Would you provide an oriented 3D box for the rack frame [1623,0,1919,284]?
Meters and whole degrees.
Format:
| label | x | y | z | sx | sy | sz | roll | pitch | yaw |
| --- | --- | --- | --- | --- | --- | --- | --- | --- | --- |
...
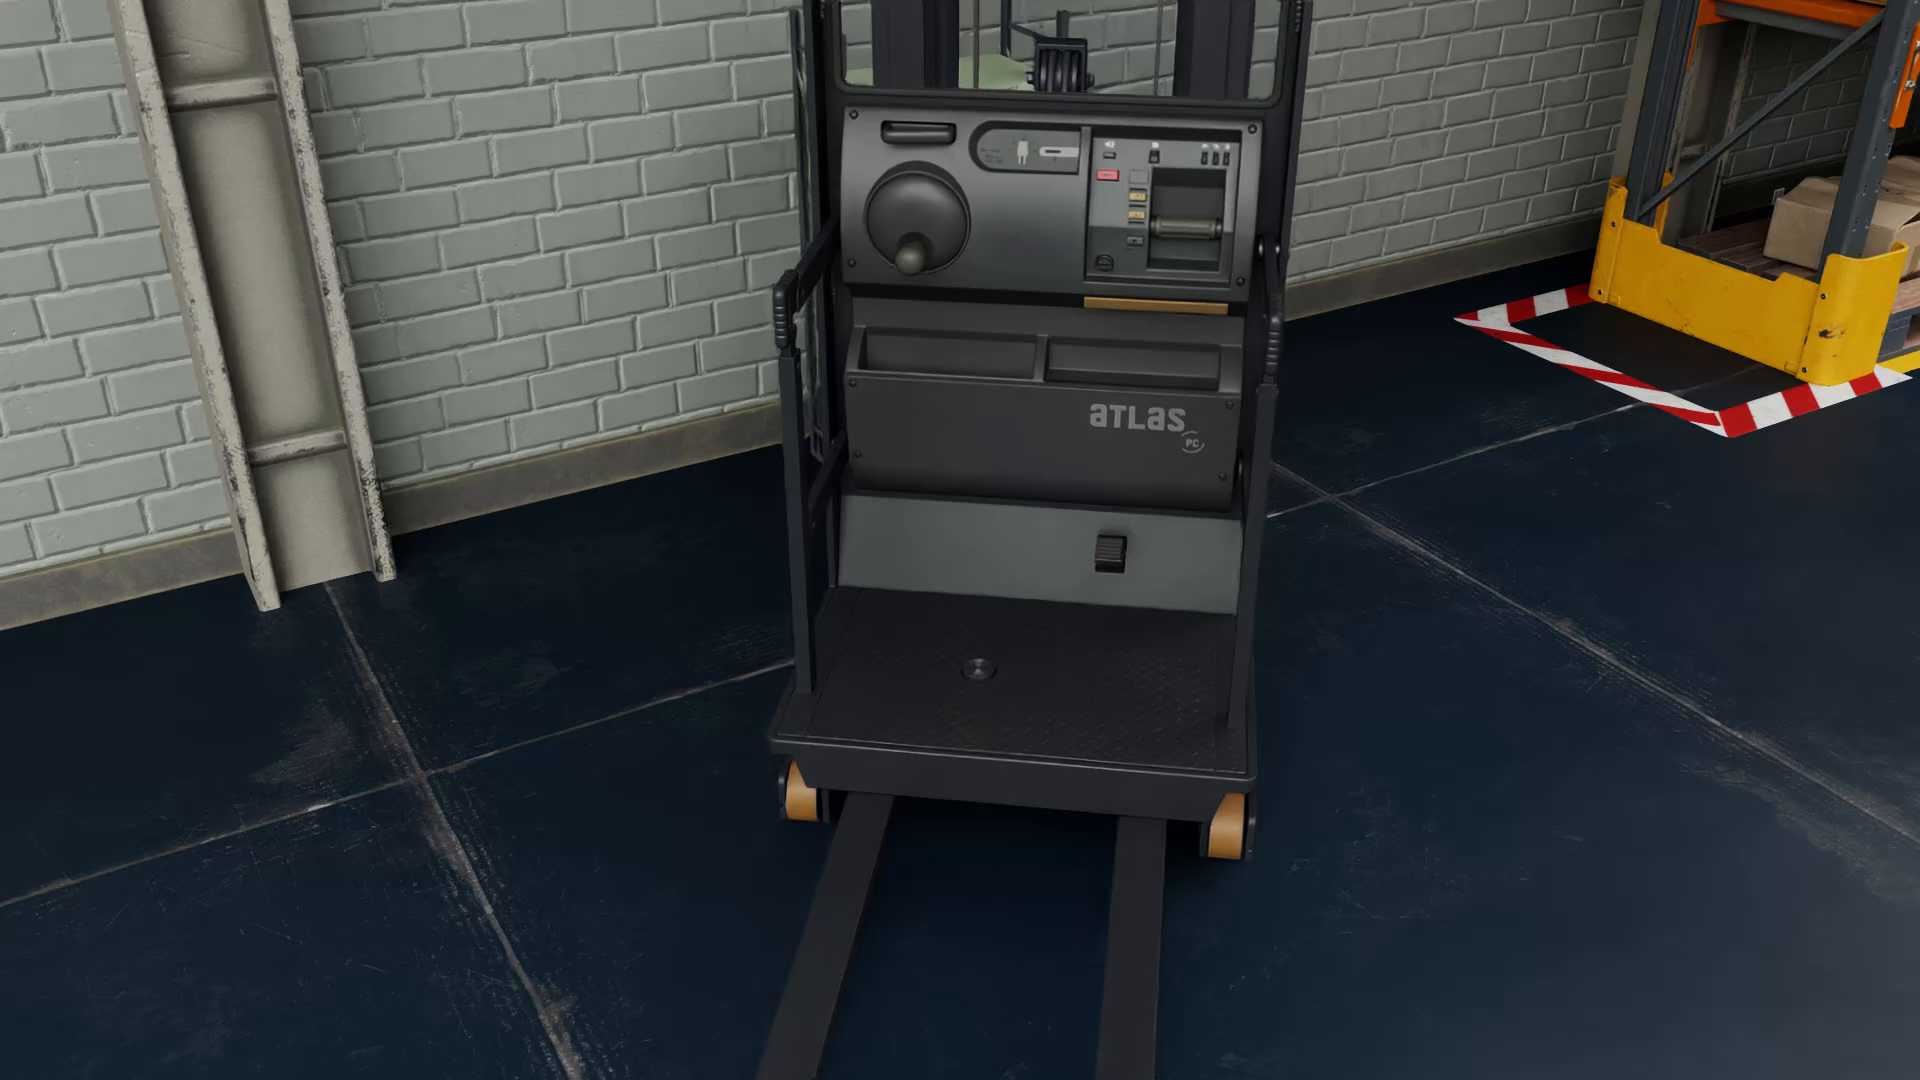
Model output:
| label | x | y | z | sx | sy | sz | roll | pitch | yaw |
| --- | --- | --- | --- | --- | --- | --- | --- | --- | --- |
| rack frame | 3.055 | -2.152 | 6.045 | 0.127 | 3.000 | 1.000 | -16 | 33 | -26 |

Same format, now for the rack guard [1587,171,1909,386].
| label | x | y | z | sx | sy | sz | roll | pitch | yaw |
| --- | --- | --- | --- | --- | --- | --- | --- | --- | --- |
| rack guard | 3.121 | -1.076 | 6.683 | 0.348 | 0.500 | 1.175 | -16 | 33 | -26 |

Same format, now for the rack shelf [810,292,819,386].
| label | x | y | z | sx | sy | sz | roll | pitch | yaw |
| --- | --- | --- | --- | --- | --- | --- | --- | --- | --- |
| rack shelf | -0.095 | -0.672 | 5.590 | 0.720 | 0.370 | 0.431 | -14 | 32 | -23 |

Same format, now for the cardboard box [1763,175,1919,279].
| label | x | y | z | sx | sy | sz | roll | pitch | yaw |
| --- | --- | --- | --- | --- | --- | --- | --- | --- | --- |
| cardboard box | 3.697 | -1.299 | 6.827 | 0.500 | 0.311 | 0.500 | -20 | 35 | -32 |

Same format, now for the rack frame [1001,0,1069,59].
| label | x | y | z | sx | sy | sz | roll | pitch | yaw |
| --- | --- | --- | --- | --- | --- | --- | --- | --- | --- |
| rack frame | 0.232 | -1.036 | 5.575 | 0.023 | 1.500 | 0.400 | -14 | 32 | -23 |

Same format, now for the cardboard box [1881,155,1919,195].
| label | x | y | z | sx | sy | sz | roll | pitch | yaw |
| --- | --- | --- | --- | --- | --- | --- | --- | --- | --- |
| cardboard box | 4.189 | -1.439 | 7.080 | 0.500 | 0.311 | 0.500 | -13 | 31 | -22 |

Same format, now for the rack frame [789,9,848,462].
| label | x | y | z | sx | sy | sz | roll | pitch | yaw |
| --- | --- | --- | --- | --- | --- | --- | --- | --- | --- |
| rack frame | -0.423 | -0.878 | 5.289 | 0.023 | 1.500 | 0.400 | -14 | 32 | -23 |

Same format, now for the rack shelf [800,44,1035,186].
| label | x | y | z | sx | sy | sz | roll | pitch | yaw |
| --- | --- | --- | --- | --- | --- | --- | --- | --- | --- |
| rack shelf | -0.096 | -1.299 | 5.244 | 0.720 | 0.370 | 0.431 | -14 | 32 | -23 |

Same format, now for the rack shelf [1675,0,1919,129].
| label | x | y | z | sx | sy | sz | roll | pitch | yaw |
| --- | --- | --- | --- | --- | --- | --- | --- | --- | --- |
| rack shelf | 4.780 | -2.327 | 7.106 | 4.000 | 0.370 | 1.077 | -16 | 33 | -26 |

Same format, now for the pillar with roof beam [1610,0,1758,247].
| label | x | y | z | sx | sy | sz | roll | pitch | yaw |
| --- | --- | --- | --- | --- | --- | --- | --- | --- | --- |
| pillar with roof beam | 5.401 | -3.517 | 2.309 | 0.400 | 9.000 | 9.100 | -16 | 33 | -26 |

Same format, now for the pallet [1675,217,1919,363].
| label | x | y | z | sx | sy | sz | roll | pitch | yaw |
| --- | --- | --- | --- | --- | --- | --- | --- | --- | --- |
| pallet | 3.839 | -1.134 | 7.086 | 1.213 | 0.211 | 1.003 | -16 | 33 | -26 |

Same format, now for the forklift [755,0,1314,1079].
| label | x | y | z | sx | sy | sz | roll | pitch | yaw |
| --- | --- | --- | --- | --- | --- | --- | --- | --- | --- |
| forklift | 0.168 | -0.717 | 3.516 | 1.130 | 2.935 | 3.031 | 4 | 29 | 7 |

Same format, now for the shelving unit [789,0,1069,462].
| label | x | y | z | sx | sy | sz | roll | pitch | yaw |
| --- | --- | --- | --- | --- | --- | --- | --- | --- | --- |
| shelving unit | -0.095 | -0.957 | 5.432 | 0.755 | 1.500 | 0.431 | -14 | 32 | -23 |

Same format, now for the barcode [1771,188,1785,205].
| label | x | y | z | sx | sy | sz | roll | pitch | yaw |
| --- | --- | --- | --- | --- | --- | --- | --- | --- | --- |
| barcode | 3.510 | -1.474 | 7.135 | 0.075 | 0.075 | 0.001 | -16 | 33 | -26 |
